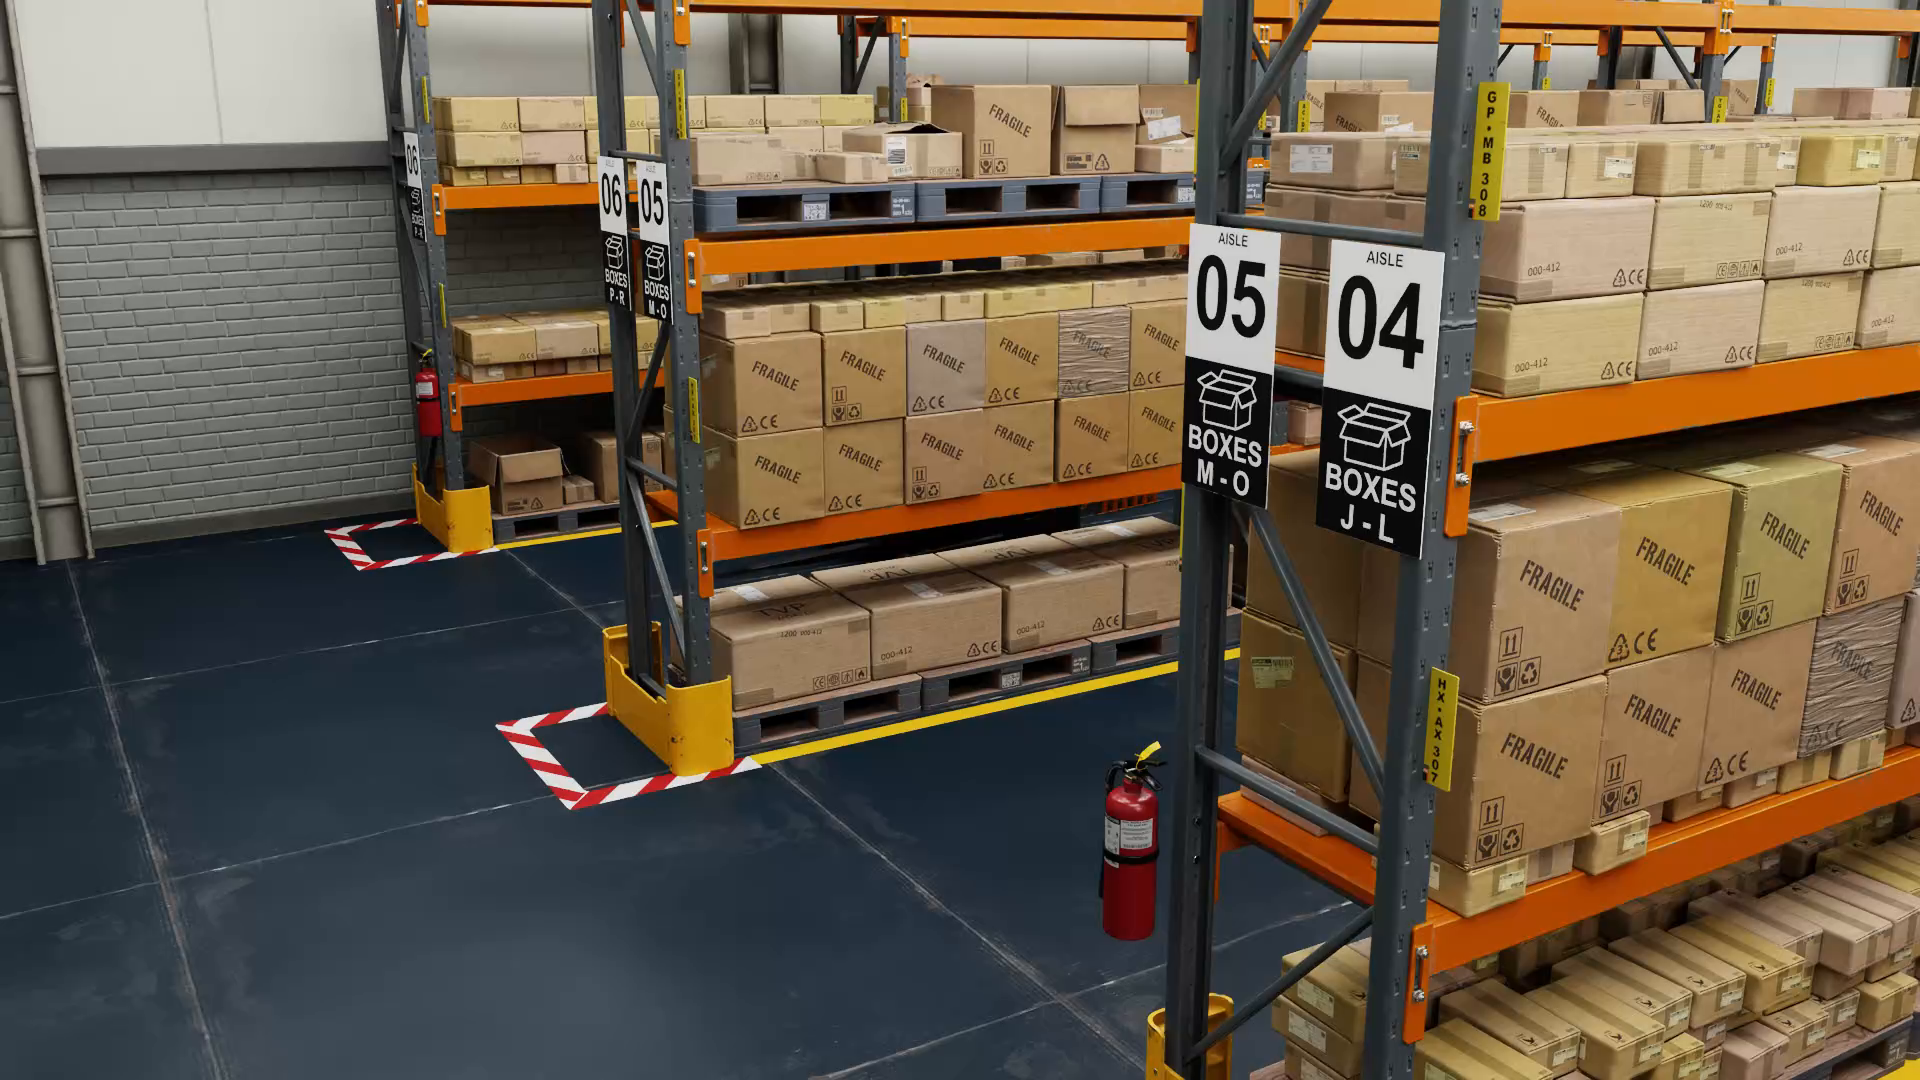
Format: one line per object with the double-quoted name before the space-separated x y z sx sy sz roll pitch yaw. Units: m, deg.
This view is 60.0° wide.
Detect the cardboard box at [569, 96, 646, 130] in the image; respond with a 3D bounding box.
"cardboard box" -2.815 -3.381 13.156 0.500 0.250 0.500 -10 18 -31

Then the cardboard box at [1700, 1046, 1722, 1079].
"cardboard box" 2.453 1.810 5.899 0.250 0.149 0.380 -9 18 -30

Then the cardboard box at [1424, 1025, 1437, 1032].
"cardboard box" 1.559 1.661 5.878 0.250 0.149 0.380 -10 18 -31

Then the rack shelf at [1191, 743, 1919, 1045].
"rack shelf" 2.716 0.866 6.097 4.000 0.370 1.077 -9 18 -30

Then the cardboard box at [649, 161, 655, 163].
"cardboard box" -2.436 -2.986 13.414 0.250 0.149 0.380 -9 18 -30

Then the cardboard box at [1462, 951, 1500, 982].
"cardboard box" 1.727 1.462 6.038 0.250 0.149 0.380 -10 18 -31

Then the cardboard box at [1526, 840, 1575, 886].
"cardboard box" 1.645 0.904 5.092 0.250 0.149 0.380 -8 18 -28

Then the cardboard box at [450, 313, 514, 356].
"cardboard box" -3.936 -1.678 13.566 0.500 0.250 0.500 -9 18 -28

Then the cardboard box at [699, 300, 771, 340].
"cardboard box" -1.187 -1.161 8.755 0.250 0.149 0.380 -9 18 -29

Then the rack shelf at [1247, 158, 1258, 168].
"rack shelf" 0.950 -3.414 15.806 4.000 0.370 1.077 -9 18 -30

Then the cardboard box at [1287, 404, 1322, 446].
"cardboard box" 2.308 -0.818 11.048 0.500 0.250 0.500 -10 18 -31

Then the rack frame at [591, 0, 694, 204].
"rack frame" -1.634 -3.223 8.234 0.127 3.000 1.000 -9 18 -30

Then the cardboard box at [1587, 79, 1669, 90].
"cardboard box" 7.817 -5.141 19.479 0.637 0.503 0.797 -9 18 -28

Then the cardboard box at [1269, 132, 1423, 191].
"cardboard box" 1.136 -1.122 4.909 0.250 0.149 0.380 -9 18 -30

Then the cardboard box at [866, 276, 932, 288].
"cardboard box" -0.364 -1.462 9.829 0.250 0.149 0.380 -9 18 -28

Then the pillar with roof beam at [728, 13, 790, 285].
"pillar with roof beam" 0.391 -4.042 11.158 0.400 9.000 9.100 -9 18 -30

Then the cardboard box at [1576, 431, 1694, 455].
"cardboard box" 2.142 -0.141 5.768 0.500 0.500 0.500 -8 18 -27

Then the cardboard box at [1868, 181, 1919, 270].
"cardboard box" 2.831 -1.027 5.312 0.500 0.250 0.500 -10 19 -32

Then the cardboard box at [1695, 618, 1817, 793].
"cardboard box" 2.401 0.462 5.468 0.500 0.500 0.500 -9 18 -29

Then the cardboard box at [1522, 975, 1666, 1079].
"cardboard box" 2.082 1.616 5.490 0.250 0.149 0.380 -9 18 -30

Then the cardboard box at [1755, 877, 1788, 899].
"cardboard box" 3.113 1.413 6.765 0.250 0.149 0.380 -8 18 -27

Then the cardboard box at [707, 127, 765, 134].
"cardboard box" -1.934 -3.285 13.740 0.500 0.250 0.500 -9 18 -29

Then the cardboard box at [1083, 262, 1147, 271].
"cardboard box" 0.982 -1.663 10.547 0.250 0.149 0.380 -9 18 -30

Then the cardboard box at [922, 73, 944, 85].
"cardboard box" -0.328 -4.057 14.952 0.258 0.266 0.396 -9 18 -30

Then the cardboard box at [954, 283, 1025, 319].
"cardboard box" 0.164 -1.367 9.489 0.250 0.149 0.380 -10 18 -31

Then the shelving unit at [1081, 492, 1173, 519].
"shelving unit" 1.371 -0.387 14.431 1.200 0.189 0.258 -12 20 -37

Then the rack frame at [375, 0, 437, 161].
"rack frame" -4.193 -4.370 12.329 0.127 3.000 1.000 -9 18 -30

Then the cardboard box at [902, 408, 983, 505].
"cardboard box" -0.210 -0.526 9.542 0.500 0.500 0.500 -9 18 -30

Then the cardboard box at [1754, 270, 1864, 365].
"cardboard box" 2.407 -0.725 5.159 0.500 0.250 0.500 -10 18 -32

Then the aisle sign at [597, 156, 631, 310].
"aisle sign" -1.855 -1.647 8.913 0.004 0.787 0.394 -9 18 -30

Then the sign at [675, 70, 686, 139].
"sign" -1.353 -2.108 8.049 0.005 0.325 0.100 -9 18 -30

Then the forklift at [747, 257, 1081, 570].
"forklift" -0.494 -1.308 12.646 3.031 2.935 1.130 -12 20 -36

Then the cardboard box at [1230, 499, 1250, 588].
"cardboard box" 2.285 -0.174 11.631 0.875 0.875 0.875 -9 18 -28

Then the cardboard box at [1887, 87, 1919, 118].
"cardboard box" 8.221 -3.707 14.093 0.500 0.250 0.500 -9 18 -28

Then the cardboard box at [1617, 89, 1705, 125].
"cardboard box" 4.978 -3.055 12.224 0.637 0.503 0.797 -11 19 -33

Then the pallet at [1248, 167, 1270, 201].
"pallet" 2.555 -2.381 11.143 1.217 0.209 0.805 -10 19 -32

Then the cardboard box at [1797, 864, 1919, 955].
"cardboard box" 3.404 1.393 6.285 0.250 0.149 0.380 -10 19 -32

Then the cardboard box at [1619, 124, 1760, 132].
"cardboard box" 2.466 -1.330 5.654 0.250 0.149 0.380 -10 18 -31

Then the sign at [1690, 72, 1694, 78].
"sign" 9.241 -5.738 21.000 0.005 0.325 0.100 -9 18 -30

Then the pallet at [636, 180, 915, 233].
"pallet" -1.003 -1.841 9.027 1.213 0.211 1.003 -9 18 -30

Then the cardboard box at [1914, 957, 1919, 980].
"cardboard box" 3.811 1.614 6.600 0.250 0.149 0.380 -10 18 -32

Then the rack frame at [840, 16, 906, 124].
"rack frame" -0.765 -4.926 14.312 0.127 3.000 1.000 -9 18 -30

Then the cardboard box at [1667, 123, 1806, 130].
"cardboard box" 2.688 -1.368 5.789 0.250 0.149 0.380 -10 18 -31

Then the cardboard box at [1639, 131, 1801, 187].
"cardboard box" 2.270 -1.146 4.996 0.250 0.149 0.380 -9 18 -28

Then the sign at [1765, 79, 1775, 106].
"sign" 9.789 -5.411 20.104 0.005 0.325 0.100 -9 18 -30

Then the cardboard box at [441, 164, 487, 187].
"cardboard box" -3.800 -2.796 12.734 0.250 0.149 0.380 -9 18 -29

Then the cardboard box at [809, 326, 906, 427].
"cardboard box" -0.637 -0.938 9.160 0.500 0.500 0.500 -10 18 -31

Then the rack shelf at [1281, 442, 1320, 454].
"rack shelf" 3.509 -0.822 12.116 4.000 0.370 1.077 -9 18 -30

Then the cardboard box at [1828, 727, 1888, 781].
"cardboard box" 3.003 0.690 5.856 0.250 0.149 0.380 -9 18 -29

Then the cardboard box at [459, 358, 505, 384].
"cardboard box" -3.770 -1.343 13.109 0.250 0.149 0.380 -9 18 -30

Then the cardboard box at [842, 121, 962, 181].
"cardboard box" -0.325 -2.182 9.282 0.500 0.311 0.500 -9 18 -29

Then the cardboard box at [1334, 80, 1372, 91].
"cardboard box" 3.791 -4.474 17.108 0.500 0.500 0.700 -10 18 -31

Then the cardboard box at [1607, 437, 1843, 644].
"cardboard box" 2.410 -0.015 5.318 0.500 0.500 0.500 -10 18 -31

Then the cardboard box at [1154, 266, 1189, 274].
"cardboard box" 1.413 -1.604 10.335 0.250 0.149 0.380 -9 18 -28

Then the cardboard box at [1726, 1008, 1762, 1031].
"cardboard box" 2.677 1.615 6.044 0.250 0.149 0.380 -8 18 -27

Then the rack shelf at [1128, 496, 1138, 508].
"rack shelf" 1.430 -0.399 14.476 0.103 0.180 0.258 -12 20 -37

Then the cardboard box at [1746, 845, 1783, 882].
"cardboard box" 3.099 1.254 6.779 0.250 0.149 0.380 -9 18 -29
